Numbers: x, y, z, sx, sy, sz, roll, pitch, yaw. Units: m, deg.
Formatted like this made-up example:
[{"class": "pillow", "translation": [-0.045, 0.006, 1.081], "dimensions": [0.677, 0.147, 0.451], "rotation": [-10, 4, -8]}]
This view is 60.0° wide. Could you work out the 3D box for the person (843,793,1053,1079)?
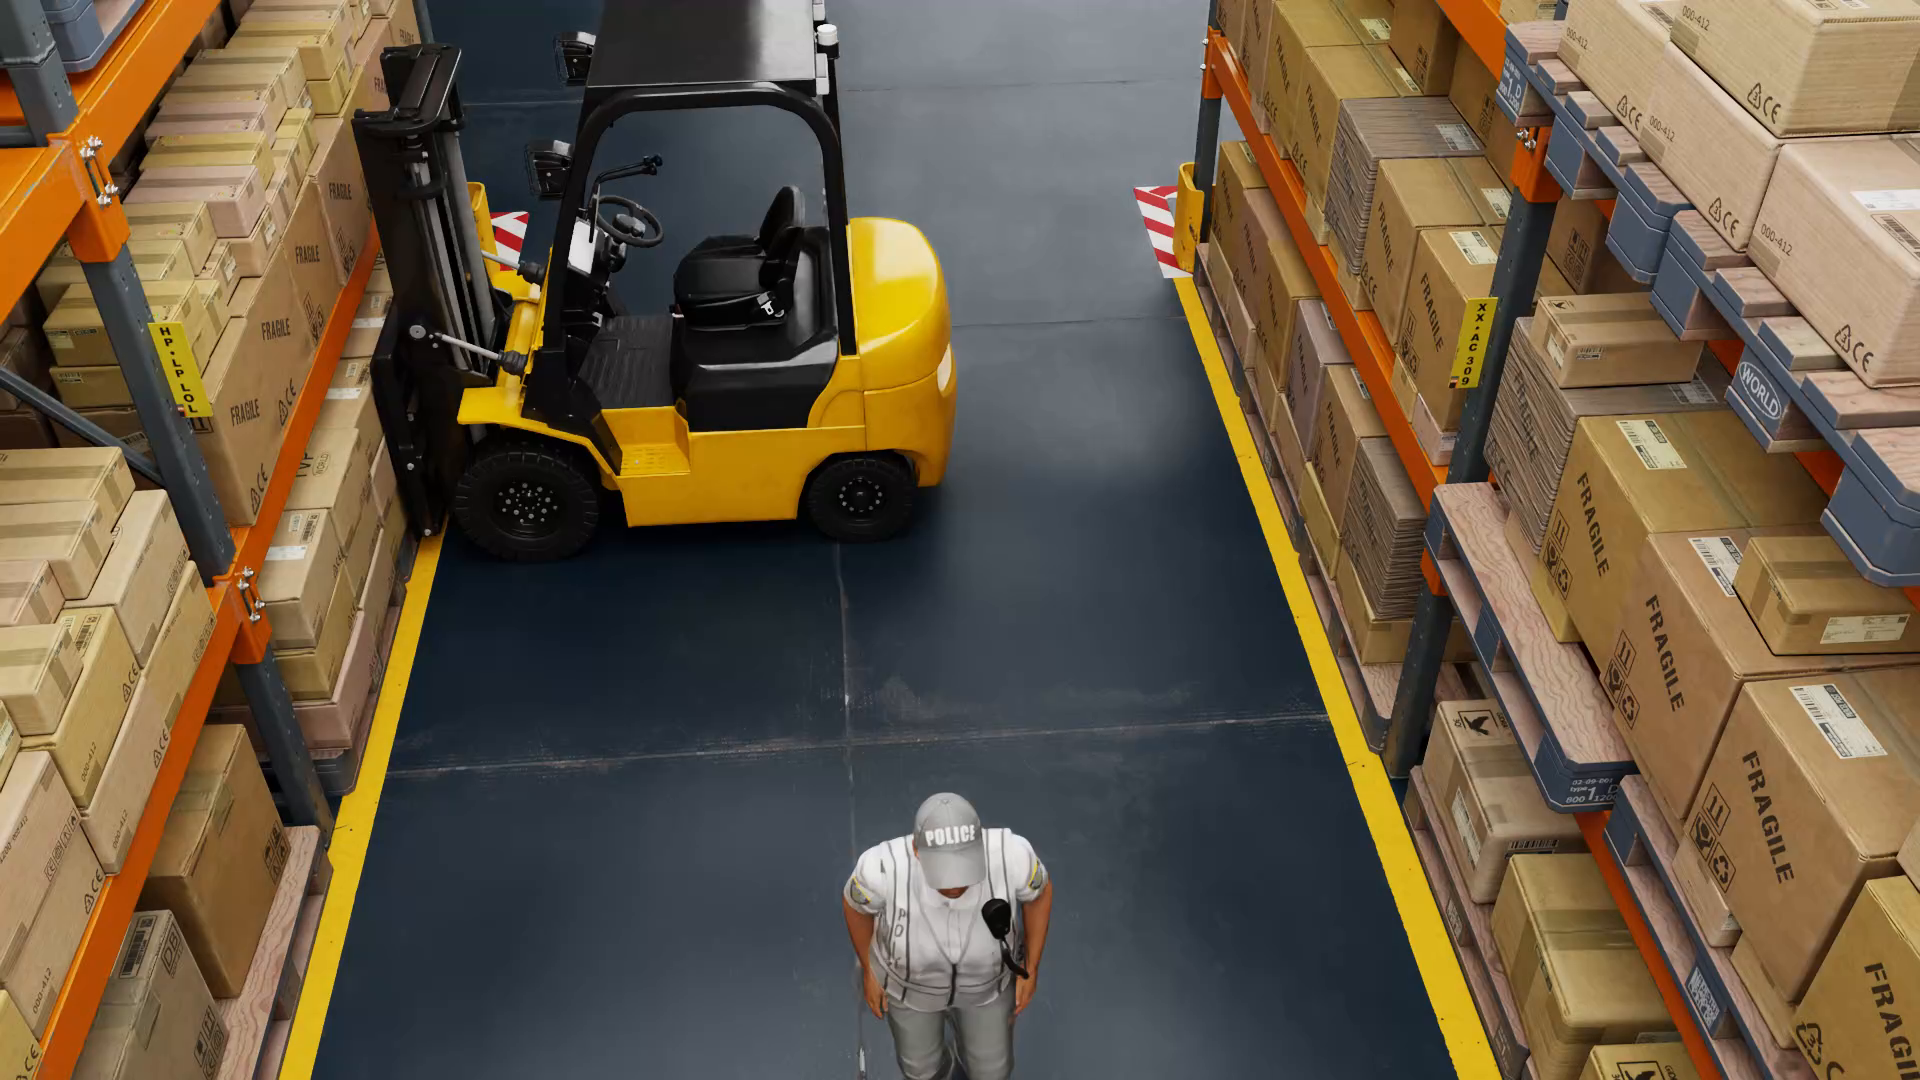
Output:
[{"class": "person", "translation": [-0.029, 1.180, 4.686], "dimensions": [0.578, 1.547, 0.598], "rotation": [-4, 40, -5]}]
